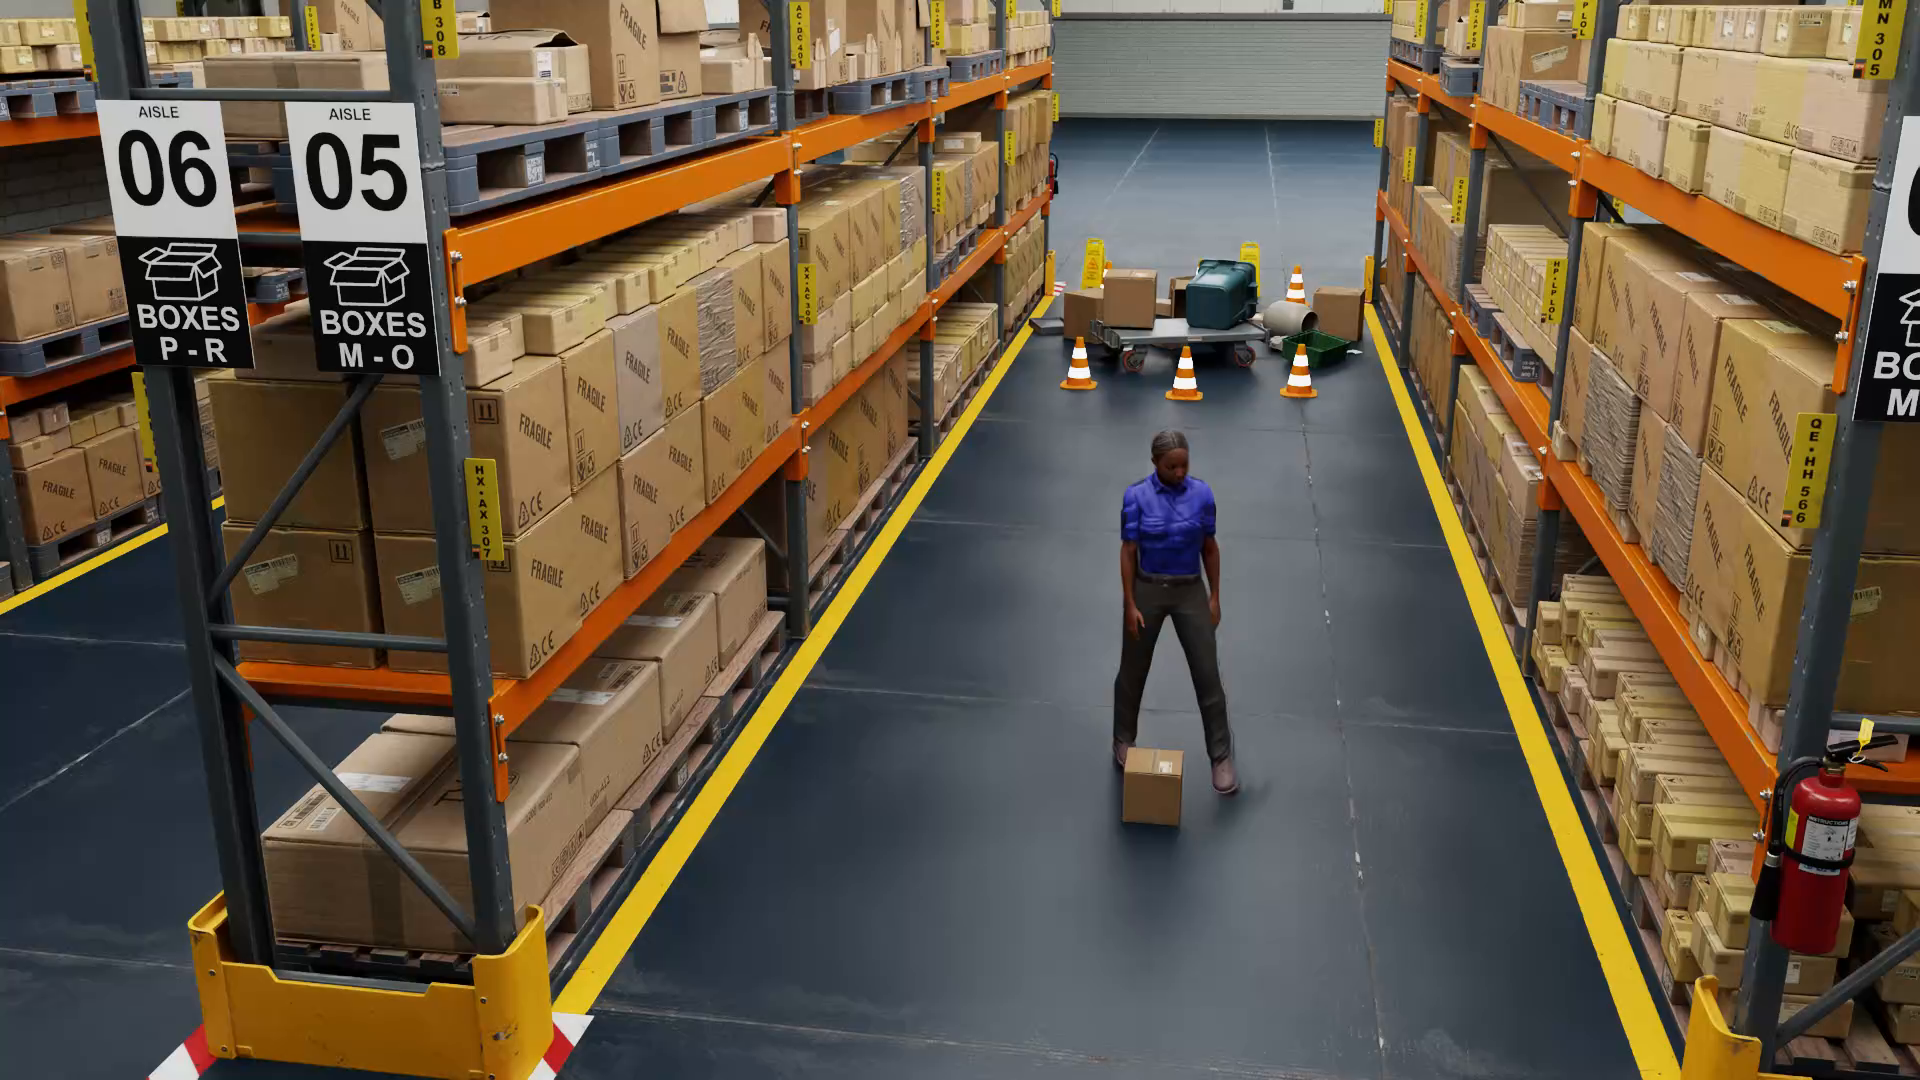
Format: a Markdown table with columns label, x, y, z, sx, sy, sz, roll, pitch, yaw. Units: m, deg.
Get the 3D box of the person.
| label | x | y | z | sx | sy | sz | roll | pitch | yaw |
| --- | --- | --- | --- | --- | --- | --- | --- | --- | --- |
| person | 1.010 | 0.310 | 7.618 | 0.550 | 1.666 | 0.524 | -1 | 18 | -2 |
